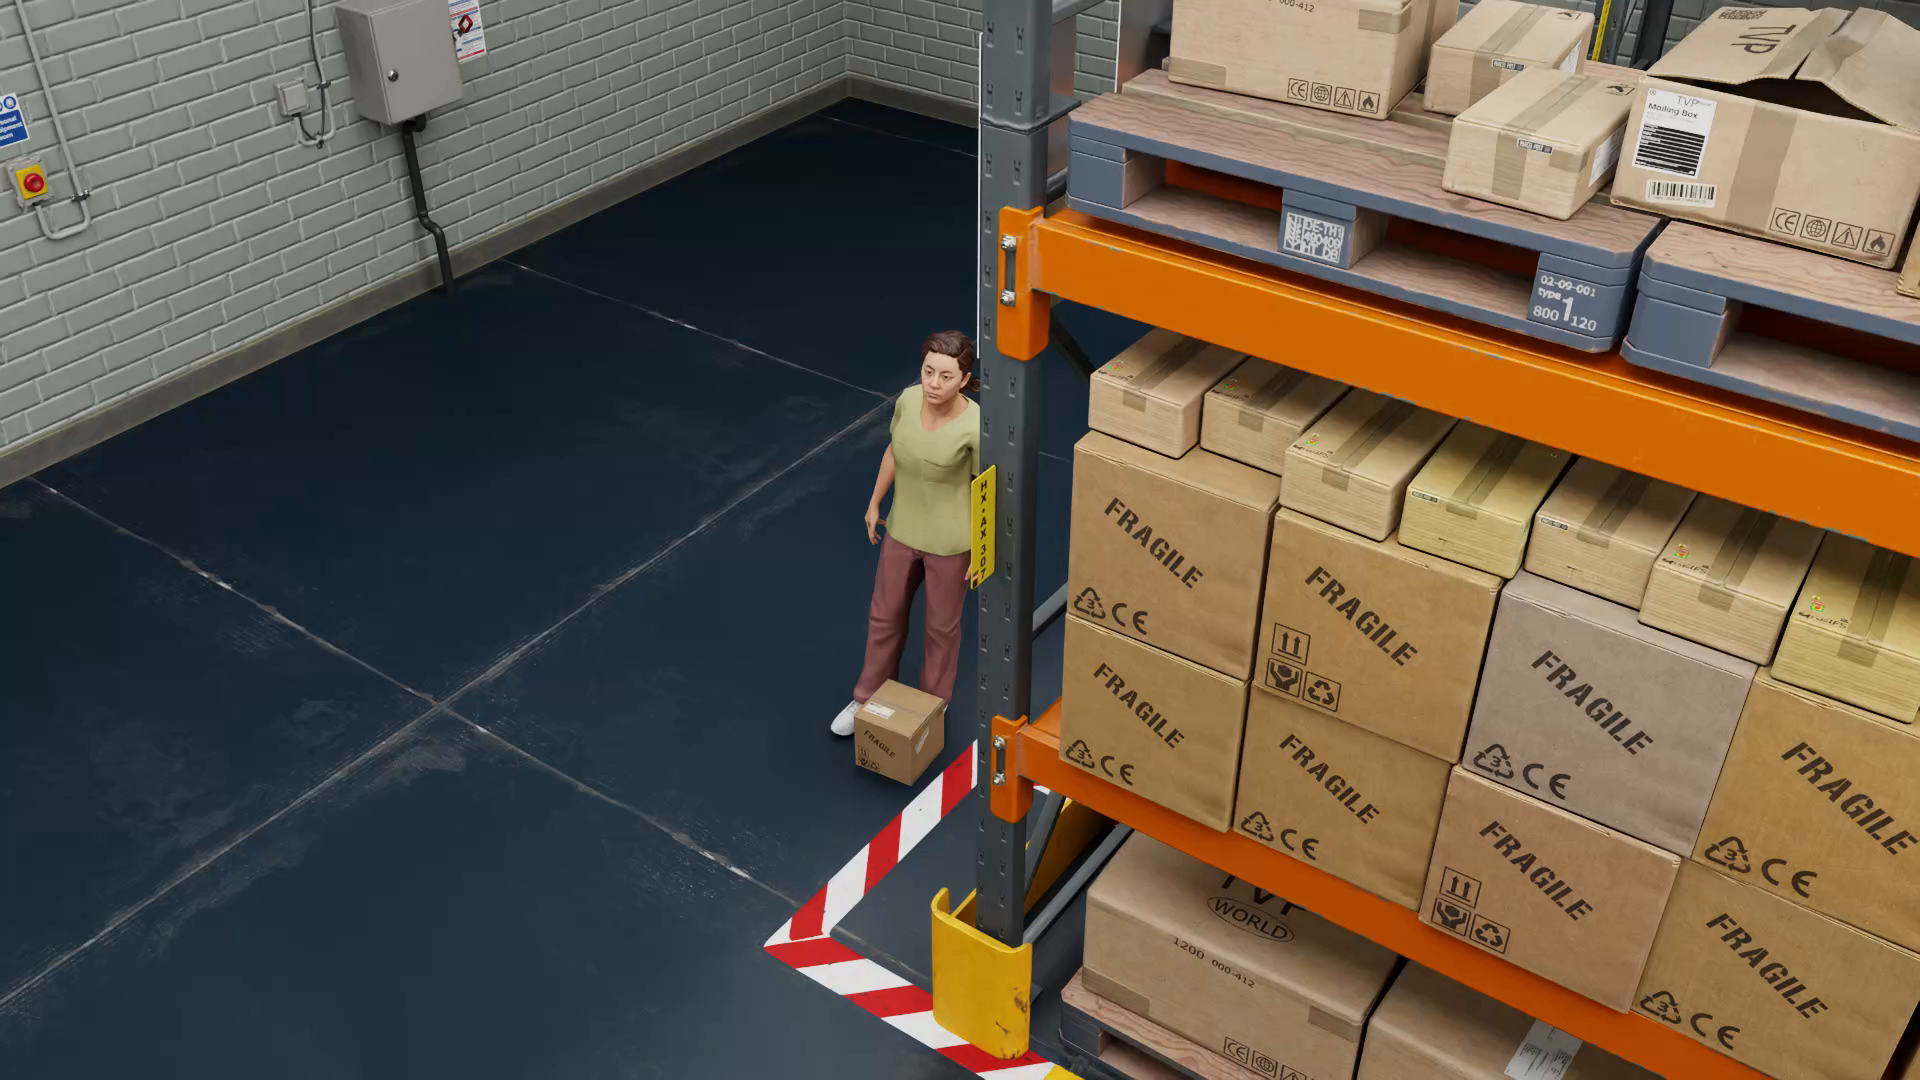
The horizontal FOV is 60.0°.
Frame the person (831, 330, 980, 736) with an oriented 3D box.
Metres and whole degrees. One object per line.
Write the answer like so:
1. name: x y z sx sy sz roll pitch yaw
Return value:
1. person: -0.147 0.069 6.125 0.552 1.564 0.548 20 39 26
